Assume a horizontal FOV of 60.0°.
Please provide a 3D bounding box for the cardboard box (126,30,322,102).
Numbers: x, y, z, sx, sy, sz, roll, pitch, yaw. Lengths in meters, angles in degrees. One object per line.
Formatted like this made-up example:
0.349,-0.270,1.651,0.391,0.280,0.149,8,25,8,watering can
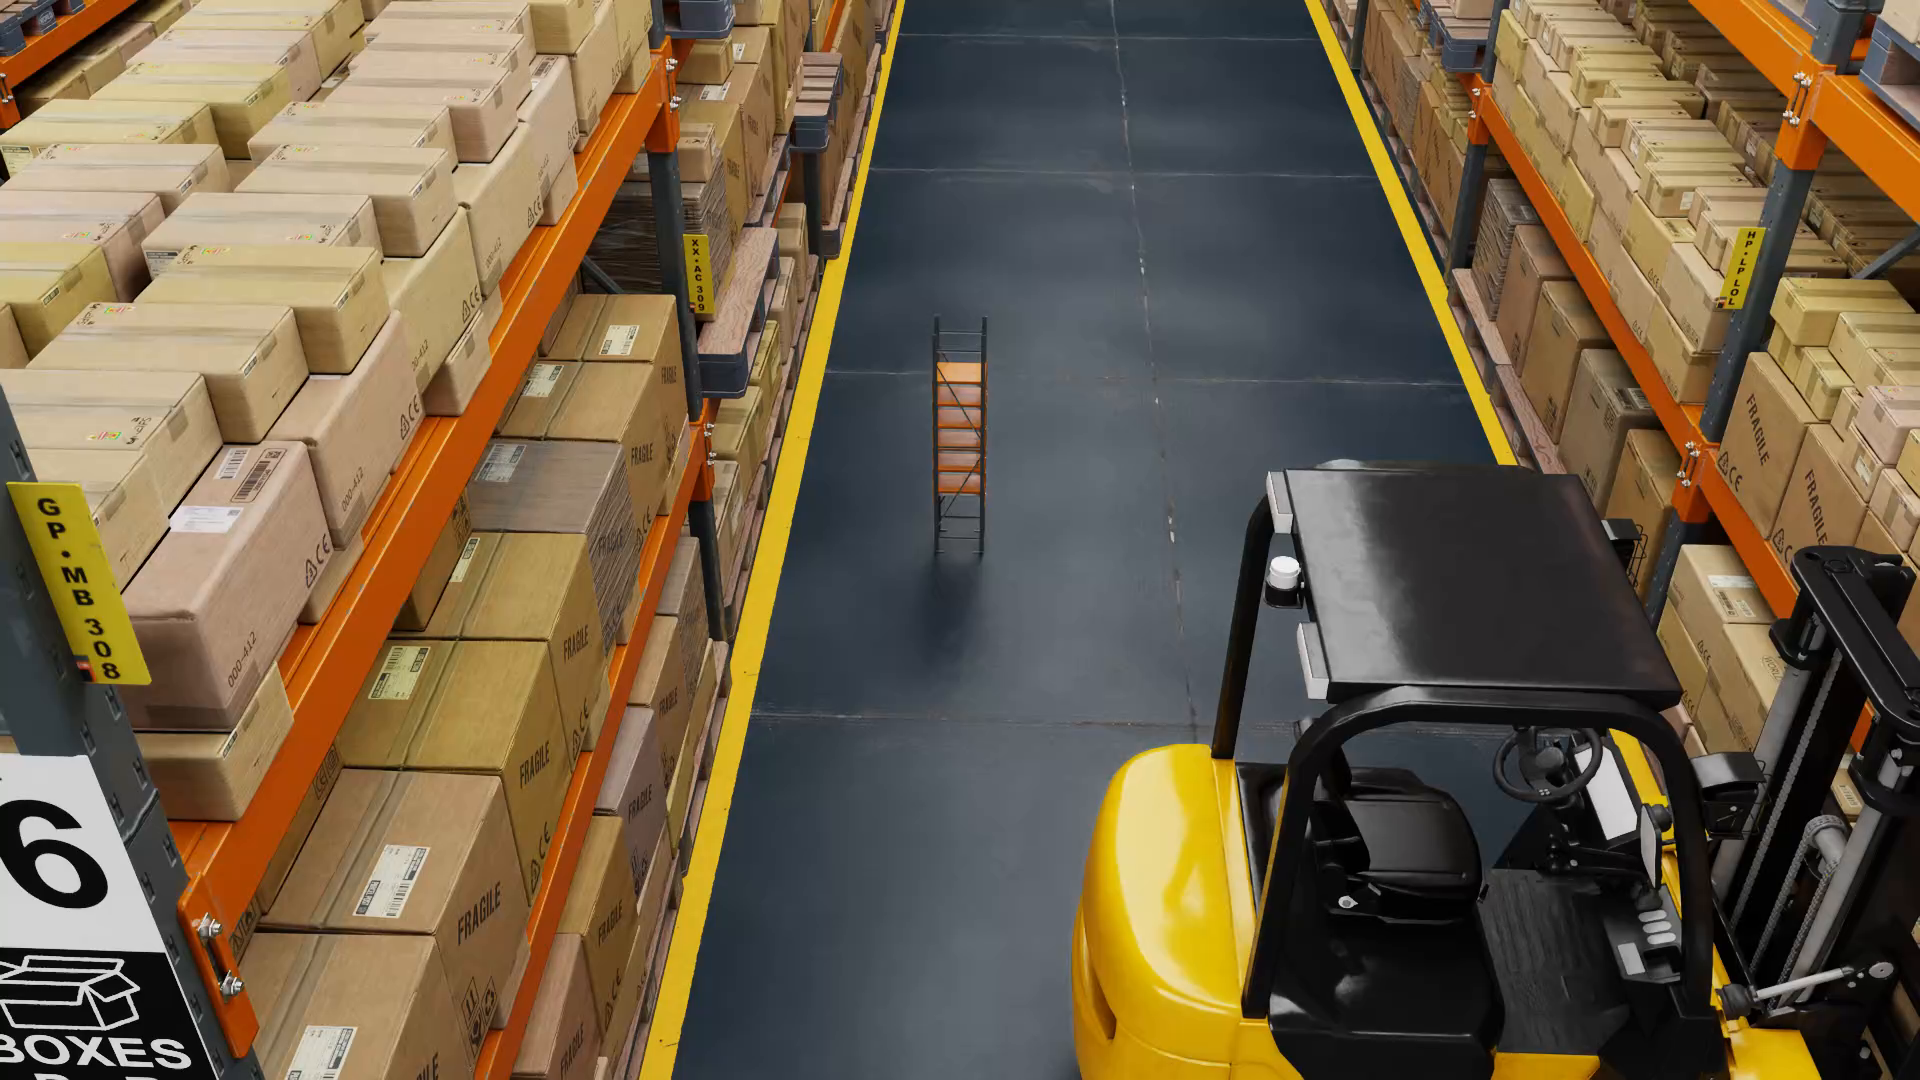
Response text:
-1.874,-1.191,4.253,0.380,0.149,0.250,1,35,1,cardboard box

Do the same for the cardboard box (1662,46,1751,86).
3.773,-2.373,8.366,0.380,0.149,0.250,1,35,2,cardboard box

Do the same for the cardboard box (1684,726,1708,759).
3.067,0.965,6.295,0.500,0.250,0.500,1,35,1,cardboard box

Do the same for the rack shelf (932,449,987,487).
-0.001,-0.348,7.988,0.258,0.103,0.180,1,35,2,rack shelf

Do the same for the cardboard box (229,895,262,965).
-1.896,0.764,3.338,0.700,0.500,0.500,1,35,1,cardboard box

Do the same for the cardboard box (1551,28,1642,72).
3.284,-2.527,8.586,0.380,0.149,0.250,2,35,2,cardboard box

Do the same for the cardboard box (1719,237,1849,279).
3.214,-1.059,6.496,0.380,0.149,0.250,2,35,4,cardboard box

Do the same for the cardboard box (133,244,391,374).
-1.330,-0.445,3.191,0.380,0.149,0.250,1,35,2,cardboard box

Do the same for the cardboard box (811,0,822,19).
-1.110,-3.390,10.161,0.500,0.250,0.500,1,35,2,cardboard box

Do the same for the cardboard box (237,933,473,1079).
-1.402,1.206,3.579,0.500,0.500,0.500,1,35,1,cardboard box

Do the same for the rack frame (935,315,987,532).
0.003,-0.535,7.968,0.240,1.200,0.006,1,35,2,rack frame

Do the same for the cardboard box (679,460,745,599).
-1.519,-0.062,7.649,0.950,0.372,0.625,2,35,2,cardboard box

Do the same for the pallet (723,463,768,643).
-1.508,0.030,8.024,1.003,0.211,1.213,1,35,2,pallet

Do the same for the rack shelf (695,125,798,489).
-1.457,-1.518,8.427,1.077,0.370,4.000,1,35,2,rack shelf

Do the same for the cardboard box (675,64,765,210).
-1.179,-1.832,7.537,0.500,0.500,0.500,1,35,2,cardboard box

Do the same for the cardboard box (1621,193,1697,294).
3.200,-1.278,7.155,0.500,0.250,0.500,0,35,1,cardboard box

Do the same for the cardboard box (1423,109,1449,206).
3.416,-2.533,11.055,0.500,0.500,0.500,1,35,1,cardboard box

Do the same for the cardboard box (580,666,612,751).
-1.298,0.510,5.134,0.380,0.149,0.250,2,35,2,cardboard box

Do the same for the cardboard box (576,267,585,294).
-1.748,-1.269,6.735,0.500,0.500,0.500,1,35,1,cardboard box

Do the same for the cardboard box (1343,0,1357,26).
3.472,-4.480,14.129,0.380,0.149,0.250,0,35,0,cardboard box

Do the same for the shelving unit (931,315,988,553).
-0.001,-0.483,7.893,0.258,1.200,0.189,1,35,2,shelving unit

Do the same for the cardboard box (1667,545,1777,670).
3.089,0.264,6.422,0.500,0.250,0.500,1,35,1,cardboard box

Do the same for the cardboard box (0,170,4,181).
-6.562,-2.551,11.080,0.500,0.500,0.500,1,35,2,cardboard box

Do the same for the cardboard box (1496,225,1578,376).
3.526,-1.316,9.213,0.875,0.625,0.625,2,35,3,cardboard box

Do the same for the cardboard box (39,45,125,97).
-6.037,-3.156,11.288,0.500,0.250,0.500,1,35,1,cardboard box

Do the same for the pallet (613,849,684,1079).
-1.576,1.567,5.837,1.003,0.211,1.213,1,35,2,pallet

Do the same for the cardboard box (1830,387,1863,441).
3.155,-0.381,5.532,0.380,0.149,0.250,1,35,2,cardboard box

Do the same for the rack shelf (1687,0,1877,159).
3.502,-2.633,7.405,1.077,0.370,4.000,1,35,2,rack shelf

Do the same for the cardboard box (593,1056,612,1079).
-1.362,1.838,5.053,0.500,0.250,0.500,3,35,4,cardboard box

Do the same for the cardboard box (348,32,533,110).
-1.317,-1.180,4.237,0.380,0.149,0.250,2,35,2,cardboard box

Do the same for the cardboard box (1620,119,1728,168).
3.236,-1.793,7.542,0.380,0.149,0.250,2,35,2,cardboard box

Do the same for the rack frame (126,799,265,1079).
-1.698,1.635,3.315,1.000,3.000,0.127,1,35,2,rack frame

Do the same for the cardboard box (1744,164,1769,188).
3.761,-1.563,7.561,0.500,0.250,0.500,1,35,1,cardboard box

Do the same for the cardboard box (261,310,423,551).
-1.382,-0.225,3.224,0.500,0.250,0.500,1,35,1,cardboard box

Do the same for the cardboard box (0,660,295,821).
-1.361,0.327,2.786,0.380,0.149,0.250,1,35,2,cardboard box

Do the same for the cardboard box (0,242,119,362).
-1.877,-0.456,3.206,0.380,0.149,0.250,2,35,2,cardboard box

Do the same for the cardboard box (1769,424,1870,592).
3.139,-0.043,5.616,0.500,0.500,0.500,2,35,3,cardboard box

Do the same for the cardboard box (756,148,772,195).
-1.120,-1.791,8.043,0.380,0.149,0.250,3,35,4,cardboard box

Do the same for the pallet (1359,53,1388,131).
3.749,-3.538,13.101,1.003,0.211,1.213,1,35,2,pallet

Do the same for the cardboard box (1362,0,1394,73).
3.499,-4.024,13.175,0.500,0.500,0.500,3,35,4,cardboard box

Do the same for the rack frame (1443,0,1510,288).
3.583,-2.849,9.695,1.000,3.000,0.127,1,35,2,rack frame

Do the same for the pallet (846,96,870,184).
-1.218,-2.971,12.294,1.003,0.211,1.213,1,35,2,pallet

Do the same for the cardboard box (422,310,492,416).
-1.313,-0.415,3.842,0.380,0.149,0.250,2,35,2,cardboard box

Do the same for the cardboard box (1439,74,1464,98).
3.440,-3.012,11.171,0.380,0.149,0.250,2,35,3,cardboard box

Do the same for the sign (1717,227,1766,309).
2.880,-0.999,6.125,0.100,0.325,0.005,1,35,2,sign

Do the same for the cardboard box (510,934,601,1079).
-1.373,1.510,4.867,0.500,0.500,0.500,0,35,0,cardboard box

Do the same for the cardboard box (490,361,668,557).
-1.321,-0.269,5.679,0.500,0.500,0.500,2,35,3,cardboard box

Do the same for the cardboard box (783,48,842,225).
-1.266,-2.659,10.907,0.875,0.875,0.875,1,35,1,cardboard box

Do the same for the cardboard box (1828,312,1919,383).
3.210,-0.650,5.656,0.380,0.149,0.250,2,35,3,cardboard box

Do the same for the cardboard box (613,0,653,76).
-1.286,-1.690,5.309,0.500,0.250,0.500,1,35,1,cardboard box

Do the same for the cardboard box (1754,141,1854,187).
3.750,-1.640,7.324,0.380,0.149,0.250,1,35,2,cardboard box

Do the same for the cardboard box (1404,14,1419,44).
3.486,-3.753,12.225,0.380,0.149,0.250,1,35,2,cardboard box

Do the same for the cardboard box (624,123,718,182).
-1.165,-1.525,6.537,0.380,0.149,0.250,1,35,2,cardboard box

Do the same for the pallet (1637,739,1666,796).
3.348,1.046,6.578,1.003,0.211,1.213,1,35,2,pallet

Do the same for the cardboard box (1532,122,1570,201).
3.282,-1.953,8.551,0.500,0.250,0.500,0,35,0,cardboard box

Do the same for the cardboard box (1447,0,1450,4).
3.302,-3.573,10.491,0.500,0.250,0.500,0,35,0,cardboard box

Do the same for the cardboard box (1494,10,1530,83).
3.296,-2.744,9.241,0.500,0.250,0.500,1,35,2,cardboard box
